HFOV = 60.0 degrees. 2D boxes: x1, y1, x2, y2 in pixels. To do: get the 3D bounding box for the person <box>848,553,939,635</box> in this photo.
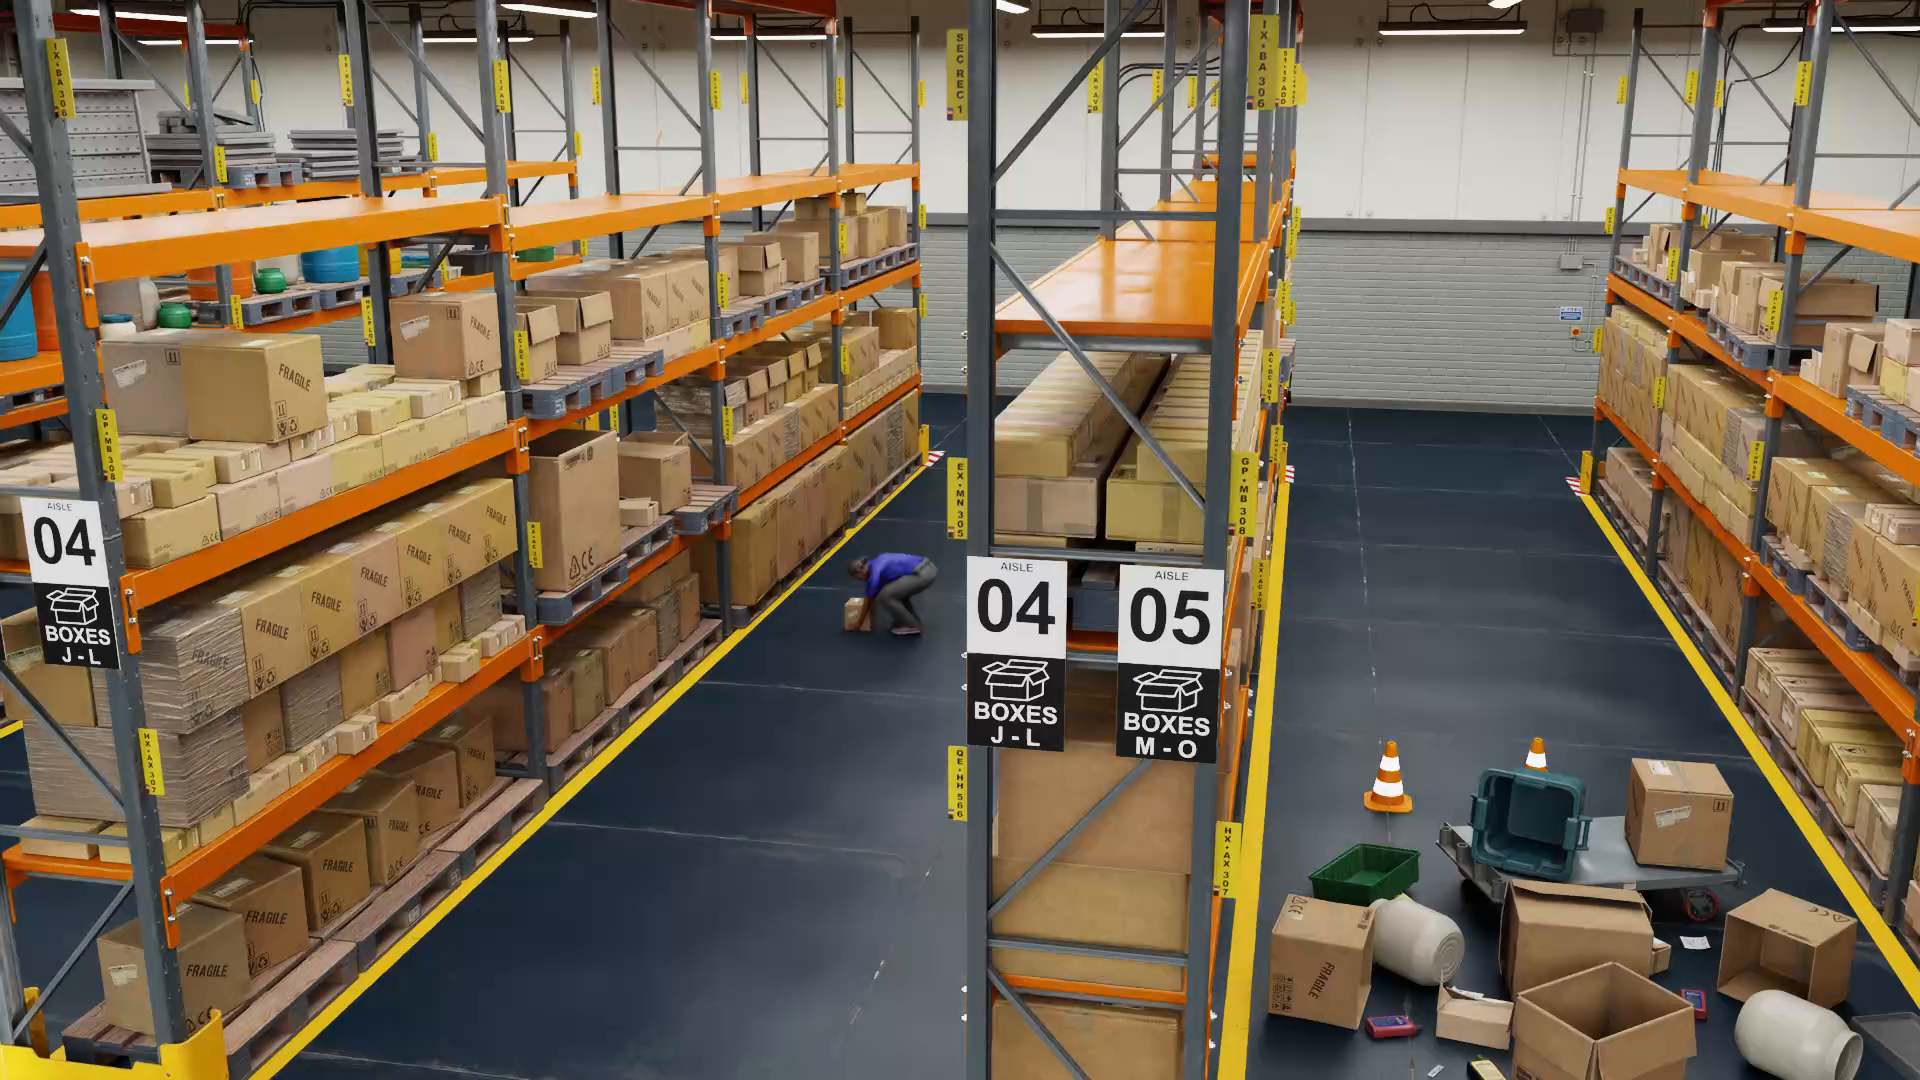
[{"bbox_3d":[-0.643,0.511,15.917,0.871,0.770,0.459,3,15,9],"label":"person"}]
